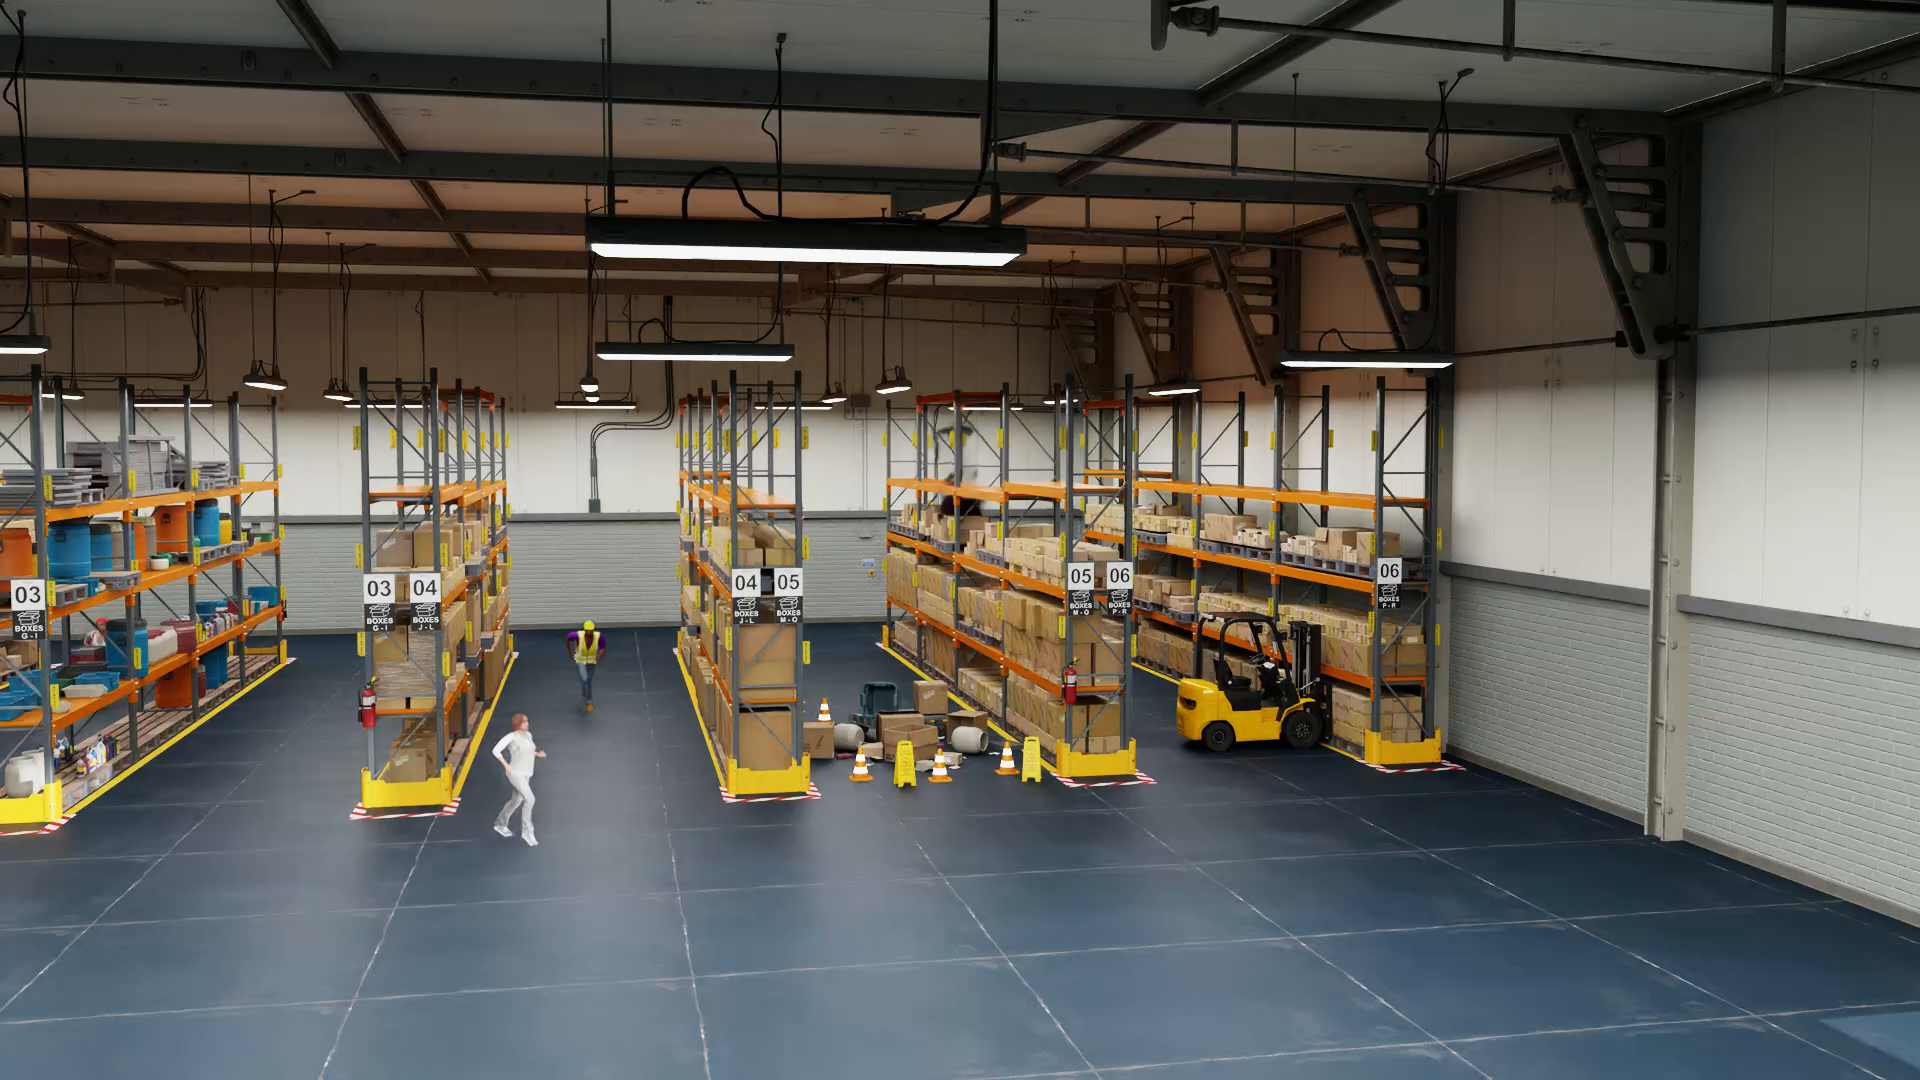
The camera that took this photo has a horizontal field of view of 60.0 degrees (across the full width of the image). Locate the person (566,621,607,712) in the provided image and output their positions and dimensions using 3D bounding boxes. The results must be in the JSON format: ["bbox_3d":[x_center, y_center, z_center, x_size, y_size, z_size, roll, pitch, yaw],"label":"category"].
[{"bbox_3d":[-6.999,2.333,31.131,0.745,1.715,1.061,-1,4,-19],"label":"person"}]

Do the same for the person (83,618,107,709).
[{"bbox_3d":[-16.012,2.301,30.961,0.710,1.728,0.665,0,3,-8],"label":"person"}]

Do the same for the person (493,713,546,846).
[{"bbox_3d":[-5.497,2.971,20.709,0.736,1.647,0.522,1,4,16],"label":"person"}]
